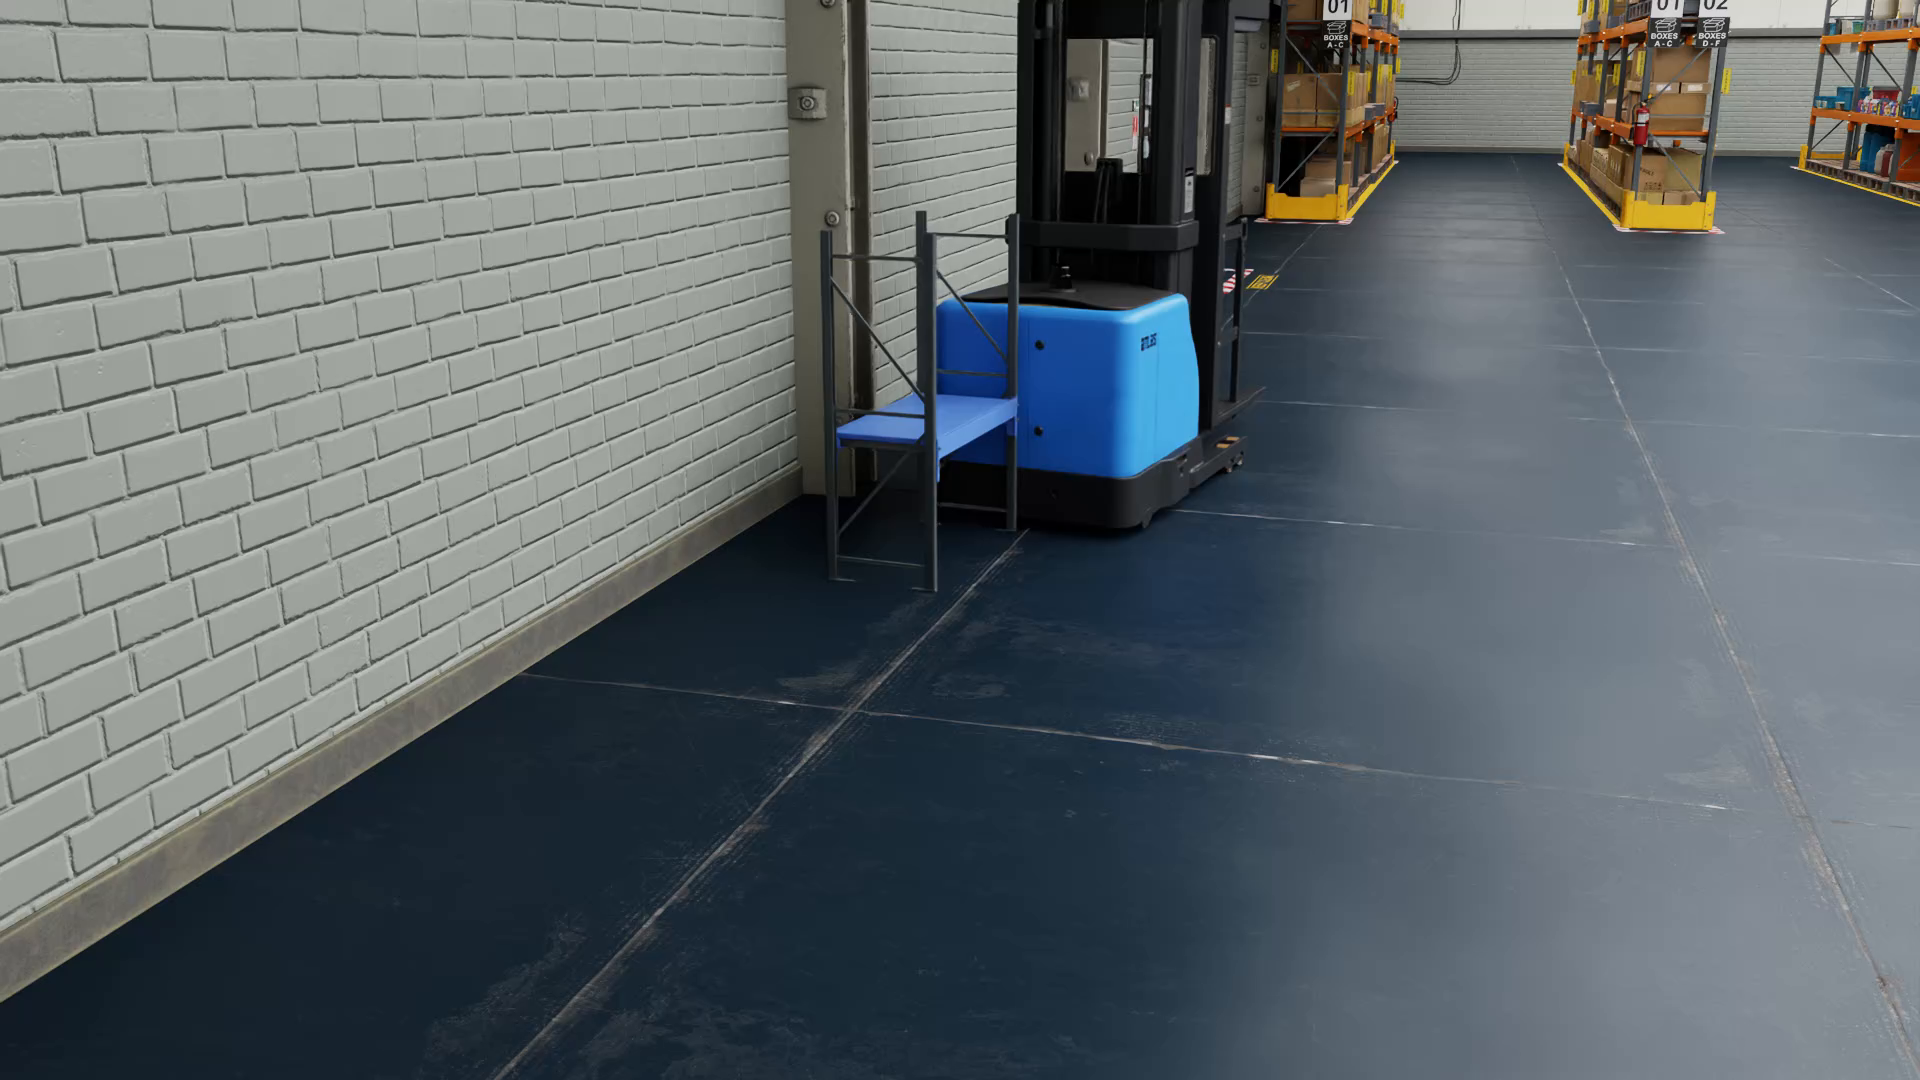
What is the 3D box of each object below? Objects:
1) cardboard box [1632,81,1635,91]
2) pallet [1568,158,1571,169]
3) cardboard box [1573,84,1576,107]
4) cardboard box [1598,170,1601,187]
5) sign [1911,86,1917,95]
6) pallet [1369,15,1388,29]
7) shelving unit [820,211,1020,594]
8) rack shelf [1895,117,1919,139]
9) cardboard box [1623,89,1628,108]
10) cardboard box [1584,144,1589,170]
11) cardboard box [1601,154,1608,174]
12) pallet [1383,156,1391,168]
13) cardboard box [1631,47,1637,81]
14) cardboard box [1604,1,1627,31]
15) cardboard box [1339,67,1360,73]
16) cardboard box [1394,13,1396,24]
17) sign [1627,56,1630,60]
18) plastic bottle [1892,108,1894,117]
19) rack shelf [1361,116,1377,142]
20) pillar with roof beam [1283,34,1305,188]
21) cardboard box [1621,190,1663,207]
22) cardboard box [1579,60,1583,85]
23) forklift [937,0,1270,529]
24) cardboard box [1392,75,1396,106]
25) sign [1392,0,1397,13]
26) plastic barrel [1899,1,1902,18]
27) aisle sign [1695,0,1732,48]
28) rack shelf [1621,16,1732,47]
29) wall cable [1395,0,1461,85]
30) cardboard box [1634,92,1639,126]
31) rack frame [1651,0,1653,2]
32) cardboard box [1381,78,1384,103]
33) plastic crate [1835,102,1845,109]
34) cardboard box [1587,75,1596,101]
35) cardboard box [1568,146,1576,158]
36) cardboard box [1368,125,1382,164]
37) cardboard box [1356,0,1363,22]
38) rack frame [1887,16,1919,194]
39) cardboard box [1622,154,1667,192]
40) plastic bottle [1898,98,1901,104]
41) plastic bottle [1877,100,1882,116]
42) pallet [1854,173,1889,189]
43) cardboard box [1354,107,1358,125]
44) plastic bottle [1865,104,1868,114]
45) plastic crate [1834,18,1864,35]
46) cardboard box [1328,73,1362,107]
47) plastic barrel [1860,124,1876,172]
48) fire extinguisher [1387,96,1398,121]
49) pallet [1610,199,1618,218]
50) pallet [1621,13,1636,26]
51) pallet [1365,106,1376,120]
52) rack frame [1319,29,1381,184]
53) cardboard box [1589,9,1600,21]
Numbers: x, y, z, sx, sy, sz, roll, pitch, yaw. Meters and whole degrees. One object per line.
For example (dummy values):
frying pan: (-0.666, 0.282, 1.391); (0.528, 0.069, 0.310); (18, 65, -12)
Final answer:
cardboard box: (10.431, -6.890, 25.253); (0.380, 0.149, 0.250); (4, 16, 14)
pallet: (14.145, -8.422, 37.136); (1.003, 0.211, 1.213); (5, 16, 16)
cardboard box: (14.014, -9.945, 37.211); (0.500, 0.500, 0.500); (5, 17, 17)
cardboard box: (11.113, -6.129, 28.211); (0.500, 0.250, 0.500); (5, 17, 17)
sign: (18.531, -8.651, 32.324); (0.100, 0.325, 0.005); (5, 16, 16)
pallet: (6.801, -9.014, 28.958); (1.213, 0.211, 1.003); (5, 16, 16)
shelving unit: (-0.151, -0.653, 7.382); (0.538, 1.500, 1.048); (6, 17, 20)
rack shelf: (16.299, -6.645, 27.078); (1.077, 0.370, 4.000); (5, 16, 16)
cardboard box: (11.508, -7.369, 28.131); (0.500, 0.500, 0.500); (5, 16, 16)
cardboard box: (12.450, -7.444, 32.353); (0.500, 0.500, 0.500); (4, 16, 14)
cardboard box: (10.964, -6.267, 27.668); (0.500, 0.311, 0.500); (5, 17, 17)
pallet: (9.141, -8.501, 37.412); (1.003, 0.211, 1.213); (5, 16, 16)
cardboard box: (10.862, -7.409, 25.891); (0.700, 0.500, 0.500); (5, 17, 16)
cardboard box: (12.211, -9.507, 30.171); (0.910, 0.500, 0.500); (5, 16, 16)
cardboard box: (7.222, -8.676, 30.744); (0.380, 0.149, 0.250); (2, 16, 7)
cardboard box: (9.113, -11.243, 35.794); (0.500, 0.250, 0.500); (4, 16, 15)
sign: (14.919, -10.653, 37.190); (0.100, 0.325, 0.005); (5, 16, 16)
plastic bottle: (16.689, -7.647, 29.656); (0.097, 0.201, 0.097); (0, 16, 0)
rack shelf: (6.800, -7.413, 29.787); (1.077, 0.370, 4.000); (5, 16, 16)
pillar with roof beam: (10.297, -10.562, 28.575); (9.100, 9.000, 0.400); (5, 16, 16)
cardboard box: (9.715, -4.849, 23.697); (0.500, 0.250, 0.500); (5, 16, 16)
cardboard box: (13.582, -10.025, 35.661); (0.500, 0.500, 0.500); (4, 16, 15)
forklift: (0.957, -1.820, 8.873); (1.130, 2.935, 3.031); (7, 17, 24)
cardboard box: (9.507, -10.386, 38.398); (0.980, 0.700, 0.700); (5, 17, 18)
sign: (9.028, -11.133, 34.561); (0.100, 0.325, 0.005); (5, 16, 16)
plastic barrel: (17.939, -10.042, 31.125); (0.600, 0.588, 0.600); (0, 16, 0)
aisle sign: (10.121, -7.016, 22.304); (0.394, 0.787, 0.004); (5, 16, 16)
rack shelf: (10.414, -7.427, 24.337); (1.077, 0.370, 4.000); (5, 16, 16)
wall cable: (11.592, -13.220, 43.637); (3.097, 2.526, 0.112); (5, 16, 16)
cardboard box: (10.572, -6.515, 25.118); (0.700, 0.500, 0.500); (5, 17, 17)
rack frame: (9.846, -8.693, 21.985); (1.000, 3.000, 0.127); (5, 16, 16)
cardboard box: (8.192, -8.993, 33.275); (0.500, 0.500, 0.500); (5, 17, 17)
plastic crate: (18.211, -8.942, 34.230); (0.293, 0.136, 0.466); (5, 16, 16)
cardboard box: (12.772, -8.905, 32.774); (0.700, 0.500, 0.500); (7, 17, 25)
cardboard box: (13.824, -8.630, 36.992); (0.500, 0.250, 0.500); (5, 16, 16)
cardboard box: (8.195, -8.084, 34.003); (0.750, 0.750, 0.750); (5, 17, 18)
cardboard box: (5.760, -8.032, 24.934); (0.500, 0.500, 0.500); (5, 17, 18)
rack frame: (16.867, -7.514, 28.825); (1.000, 3.000, 0.127); (5, 16, 16)
cardboard box: (9.713, -5.210, 23.595); (0.500, 0.500, 0.500); (5, 16, 16)
plastic bottle: (17.918, -8.282, 31.623); (0.144, 0.351, 0.185); (5, 16, 16)
plastic bottle: (16.988, -7.979, 30.678); (0.061, 0.283, 0.133); (5, 16, 16)
pallet: (17.400, -6.700, 31.066); (1.003, 0.211, 1.213); (5, 16, 16)
cardboard box: (5.823, -6.500, 25.486); (0.500, 0.250, 0.500); (4, 16, 15)
plastic bottle: (17.316, -8.224, 31.692); (0.097, 0.201, 0.097); (0, 16, 0)
plastic crate: (18.443, -10.642, 34.469); (0.504, 0.338, 0.767); (5, 16, 16)
cardboard box: (5.957, -6.989, 25.835); (0.500, 0.500, 0.500); (5, 17, 18)
plastic barrel: (17.833, -7.612, 32.246); (0.600, 0.901, 0.708); (5, 16, 16)
fire extinguisher: (10.127, -10.163, 38.987); (0.296, 0.674, 0.183); (5, 16, 16)
pallet: (10.371, -4.986, 25.022); (1.003, 0.211, 1.213); (5, 16, 16)
pallet: (11.221, -8.436, 26.927); (0.805, 0.209, 1.217); (4, 16, 14)
pallet: (6.589, -7.332, 28.535); (1.003, 0.211, 1.213); (5, 16, 16)
rack frame: (7.369, -8.283, 31.533); (1.000, 3.000, 0.127); (5, 16, 16)
cardboard box: (13.134, -10.706, 33.938); (0.500, 0.250, 0.500); (5, 16, 16)
